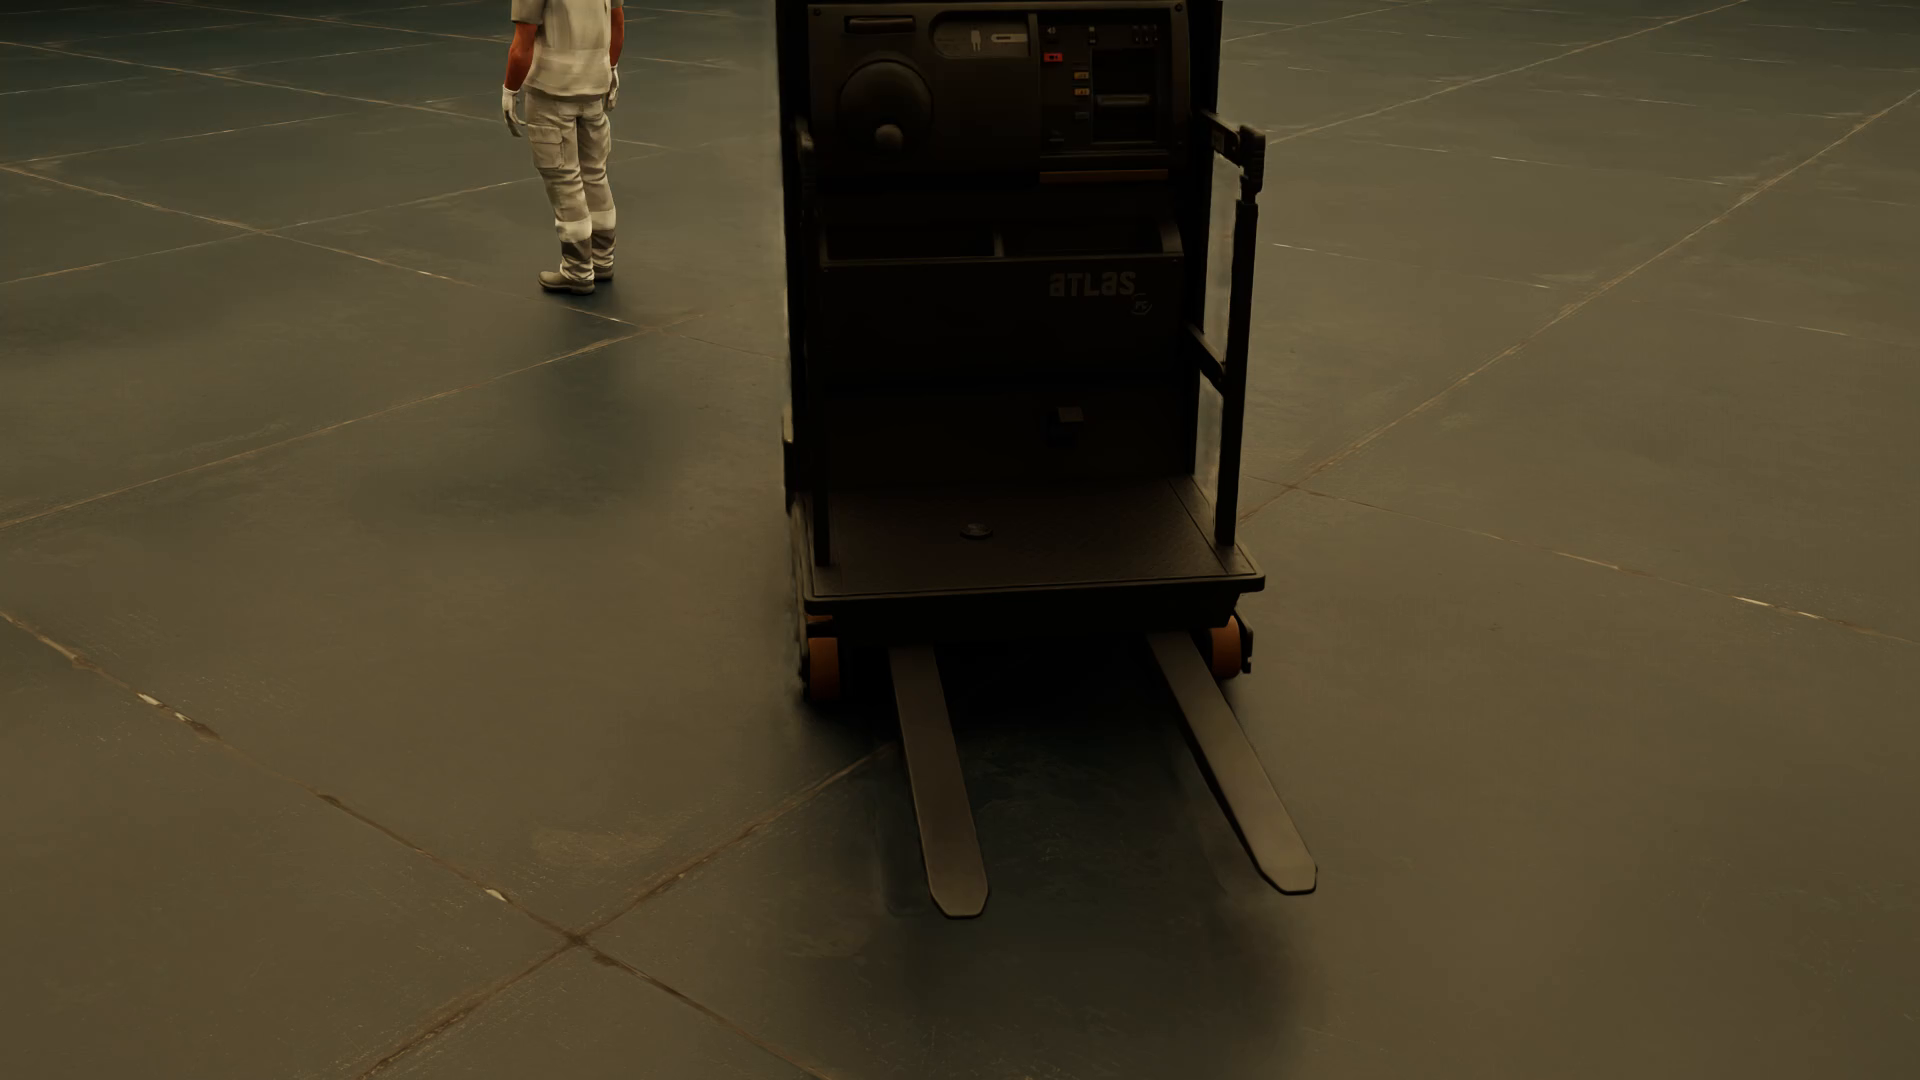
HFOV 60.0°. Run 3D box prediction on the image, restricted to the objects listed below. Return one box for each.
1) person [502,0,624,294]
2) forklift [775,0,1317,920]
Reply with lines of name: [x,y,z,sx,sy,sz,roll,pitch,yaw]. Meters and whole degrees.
person: [-1.782,-1.984,7.321,0.563,1.789,0.638,17,28,33]
forklift: [0.127,-1.090,3.844,1.130,2.935,3.031,-3,24,-6]
